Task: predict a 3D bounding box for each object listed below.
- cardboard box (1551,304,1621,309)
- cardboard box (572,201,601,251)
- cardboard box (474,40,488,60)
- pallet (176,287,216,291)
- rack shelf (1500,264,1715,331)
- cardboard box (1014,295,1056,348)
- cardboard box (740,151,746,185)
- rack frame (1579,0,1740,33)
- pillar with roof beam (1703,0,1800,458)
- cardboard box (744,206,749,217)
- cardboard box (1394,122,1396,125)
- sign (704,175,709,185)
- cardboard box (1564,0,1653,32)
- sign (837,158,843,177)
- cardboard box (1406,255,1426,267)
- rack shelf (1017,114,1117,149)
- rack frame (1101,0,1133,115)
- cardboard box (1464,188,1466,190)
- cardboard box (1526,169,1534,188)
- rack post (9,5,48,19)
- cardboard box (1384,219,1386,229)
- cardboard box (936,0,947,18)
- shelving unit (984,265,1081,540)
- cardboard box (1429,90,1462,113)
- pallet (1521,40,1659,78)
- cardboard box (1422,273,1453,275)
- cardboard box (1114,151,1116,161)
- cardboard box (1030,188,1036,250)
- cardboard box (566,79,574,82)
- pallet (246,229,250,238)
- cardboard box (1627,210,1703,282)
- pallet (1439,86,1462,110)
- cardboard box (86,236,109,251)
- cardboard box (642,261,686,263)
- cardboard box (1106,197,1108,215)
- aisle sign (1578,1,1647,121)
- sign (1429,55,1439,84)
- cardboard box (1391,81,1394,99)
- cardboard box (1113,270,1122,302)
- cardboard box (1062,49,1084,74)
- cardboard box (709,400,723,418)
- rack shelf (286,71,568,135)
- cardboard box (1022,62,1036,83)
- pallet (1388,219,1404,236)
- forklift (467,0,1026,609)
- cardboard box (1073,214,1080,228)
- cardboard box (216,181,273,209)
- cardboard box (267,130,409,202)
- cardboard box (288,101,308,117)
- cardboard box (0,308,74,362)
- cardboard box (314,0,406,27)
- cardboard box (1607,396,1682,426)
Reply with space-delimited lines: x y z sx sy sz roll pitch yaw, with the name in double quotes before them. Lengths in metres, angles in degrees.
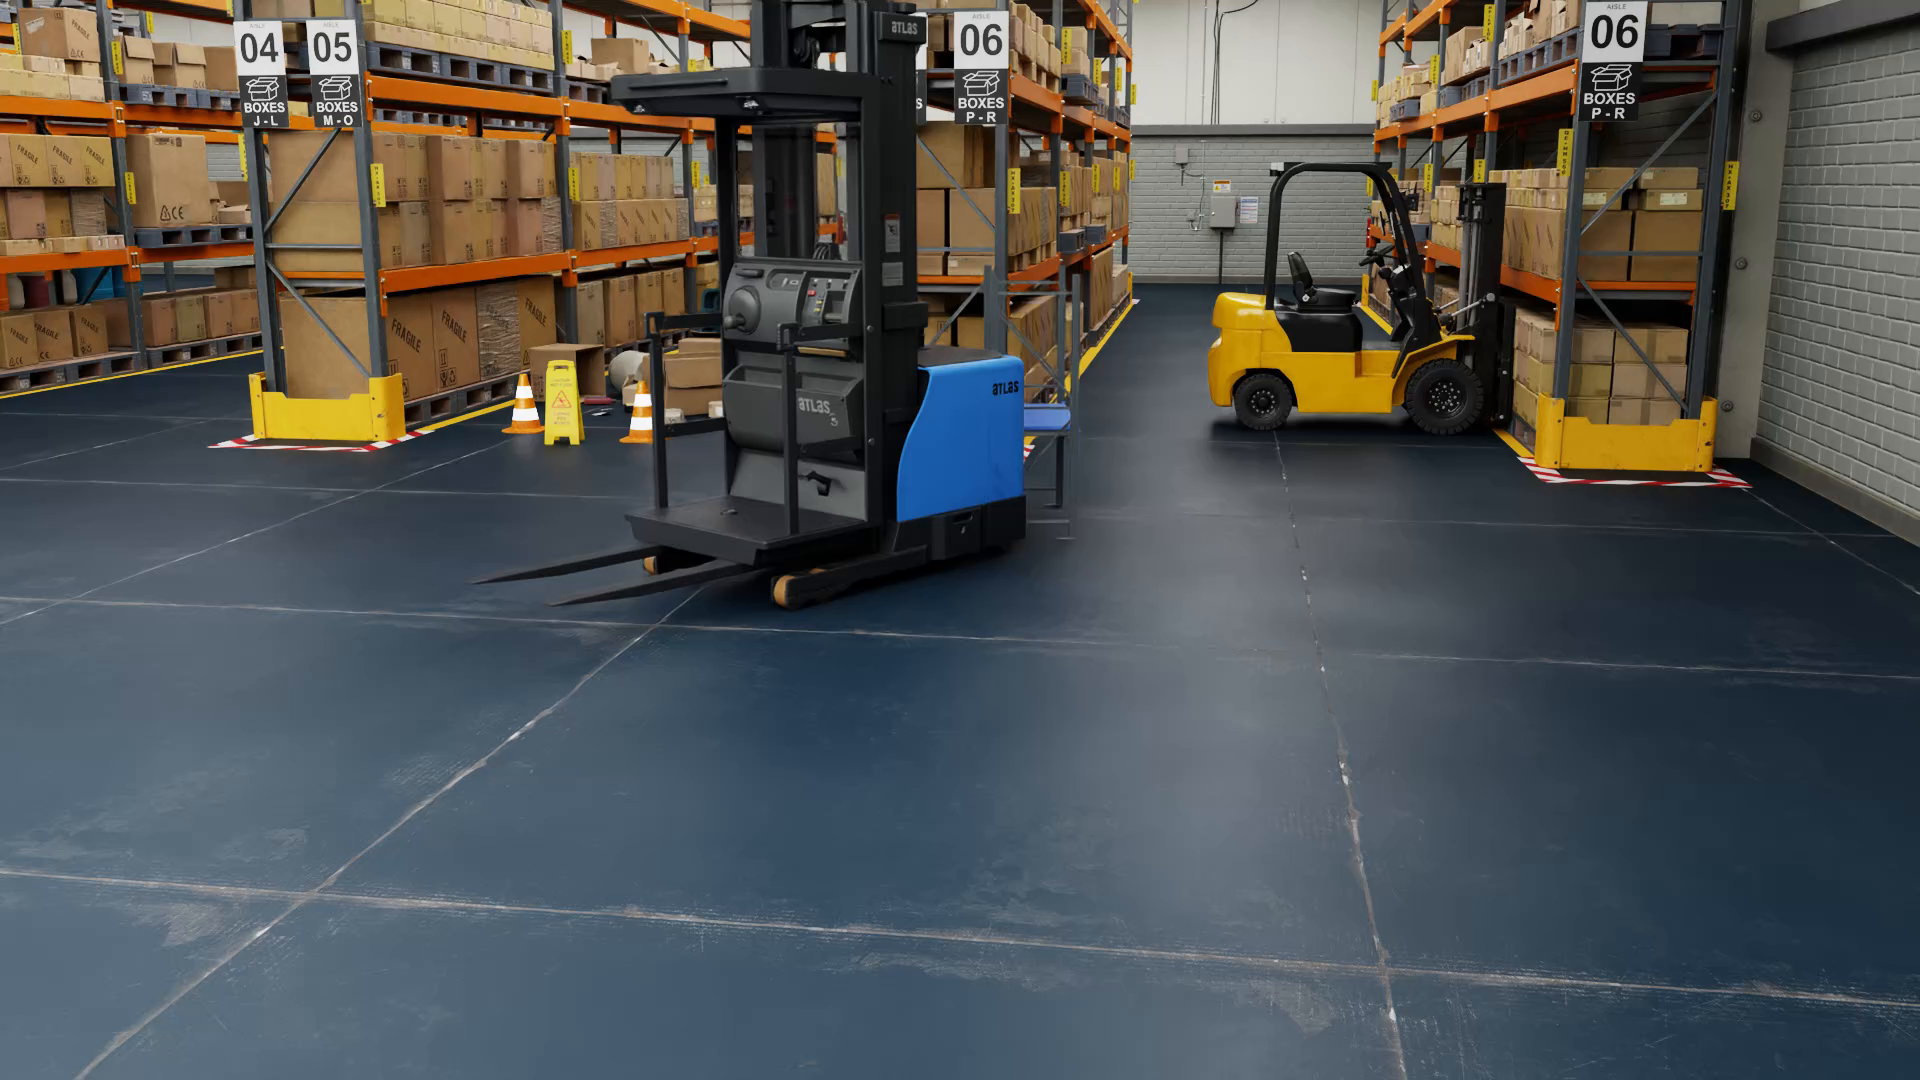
"cardboard box" 5.338 -1.866 14.188 0.500 0.250 0.500 2 12 9
"cardboard box" -4.088 -3.285 17.377 0.500 0.500 0.500 2 12 9
"cardboard box" -4.409 -4.329 14.702 0.380 0.149 0.250 2 12 8
"pallet" -12.724 -4.188 28.427 1.003 0.211 1.213 2 12 9
"rack shelf" 5.069 -2.068 13.675 1.077 0.370 4.000 2 12 9
"cardboard box" 0.646 -2.092 15.828 0.500 0.500 0.500 2 12 8
"cardboard box" -3.400 -5.590 24.995 0.500 0.500 0.500 1 12 7
"rack frame" 4.762 -4.936 11.035 1.000 3.000 0.127 2 12 9
"pillar with roof beam" 1.505 -5.191 12.219 9.100 9.000 0.400 2 12 9
"cardboard box" -3.189 -4.636 23.483 0.380 0.149 0.250 1 12 6
"cardboard box" 6.503 -6.086 24.091 0.380 0.149 0.250 2 12 8
"sign" -3.742 -5.239 24.631 0.100 0.325 0.005 2 12 9
"cardboard box" 4.589 -3.872 11.750 0.500 0.500 0.500 2 12 11
"sign" -2.044 -6.331 28.253 0.100 0.325 0.005 2 12 9
"cardboard box" 6.296 -3.825 22.813 0.380 0.149 0.250 1 12 6
"rack shelf" 1.394 -5.359 21.829 1.077 0.370 4.000 2 12 9
"rack frame" 2.317 -8.426 27.233 1.000 3.000 0.127 2 12 9
"cardboard box" 5.231 -3.442 16.570 0.380 0.149 0.250 1 12 7
"cardboard box" 4.706 -2.865 13.183 0.380 0.149 0.250 2 12 10
"rack post" -13.170 -7.405 23.682 0.937 0.300 0.954 3 13 15
"cardboard box" 6.633 -4.829 25.378 0.380 0.149 0.250 2 12 10
"cardboard box" -0.306 -4.029 12.651 0.380 0.149 0.250 2 12 10
"shelving unit" 0.407 -0.845 9.854 0.538 1.500 1.048 0 12 -1
"cardboard box" 5.831 -5.176 19.627 0.500 0.250 0.500 1 12 7
"pallet" 5.081 -3.827 13.221 1.003 0.211 1.213 2 12 9
"cardboard box" 6.036 -3.296 21.066 0.380 0.149 0.250 2 12 8
"cardboard box" 2.127 -5.731 24.817 0.380 0.149 0.250 2 12 8
"cardboard box" 0.357 -2.661 13.777 0.500 0.500 0.500 2 12 8
"cardboard box" -4.463 -5.046 17.791 0.500 0.250 0.500 2 12 8
"pallet" -8.710 -3.904 20.943 1.213 0.211 1.003 2 12 9
"cardboard box" 5.112 -2.146 12.093 0.500 0.500 0.500 2 12 10
"pallet" 5.976 -4.898 18.430 1.213 0.211 1.003 2 12 11
"cardboard box" -9.111 -3.088 17.298 0.380 0.149 0.250 2 12 9
"cardboard box" -3.907 -3.574 22.113 0.500 0.250 0.500 2 12 9
"cardboard box" 1.731 -4.520 22.517 0.500 0.250 0.500 2 12 10
"aisle sign" 4.461 -3.270 11.374 0.394 0.787 0.004 2 12 9
"sign" 5.456 -5.405 19.108 0.100 0.325 0.005 2 12 9
"cardboard box" 6.603 -6.608 24.378 0.500 0.250 0.500 2 12 10
"cardboard box" 2.042 -3.927 25.682 0.875 0.438 0.875 2 12 7
"cardboard box" 0.958 -4.703 16.433 0.500 0.250 0.500 2 12 7
"cardboard box" -1.938 -1.107 14.279 0.380 0.149 0.250 10 15 38
"rack shelf" -4.743 -3.833 14.748 1.077 0.370 4.000 2 12 9
"cardboard box" 0.423 -3.834 13.641 0.380 0.149 0.250 2 12 9
"pallet" 6.376 -4.244 22.523 1.003 0.211 1.213 2 12 9
"forklift" -0.991 -1.220 8.198 1.130 2.935 3.031 11 16 41
"cardboard box" 1.097 -3.453 17.997 0.380 0.149 0.250 2 12 11
"cardboard box" -8.736 -4.170 20.491 0.700 0.500 0.500 4 13 17
"cardboard box" -4.955 -2.979 13.279 0.875 0.550 0.550 2 12 9
"cardboard box" -8.536 -5.435 20.831 0.500 0.250 0.500 2 12 9
"cardboard box" -9.502 -2.099 17.048 0.500 0.500 0.500 6 14 27
"cardboard box" -4.722 -4.187 13.098 0.500 0.250 0.500 2 12 9
"cardboard box" 5.030 -0.960 12.358 0.500 0.250 0.500 2 12 9
